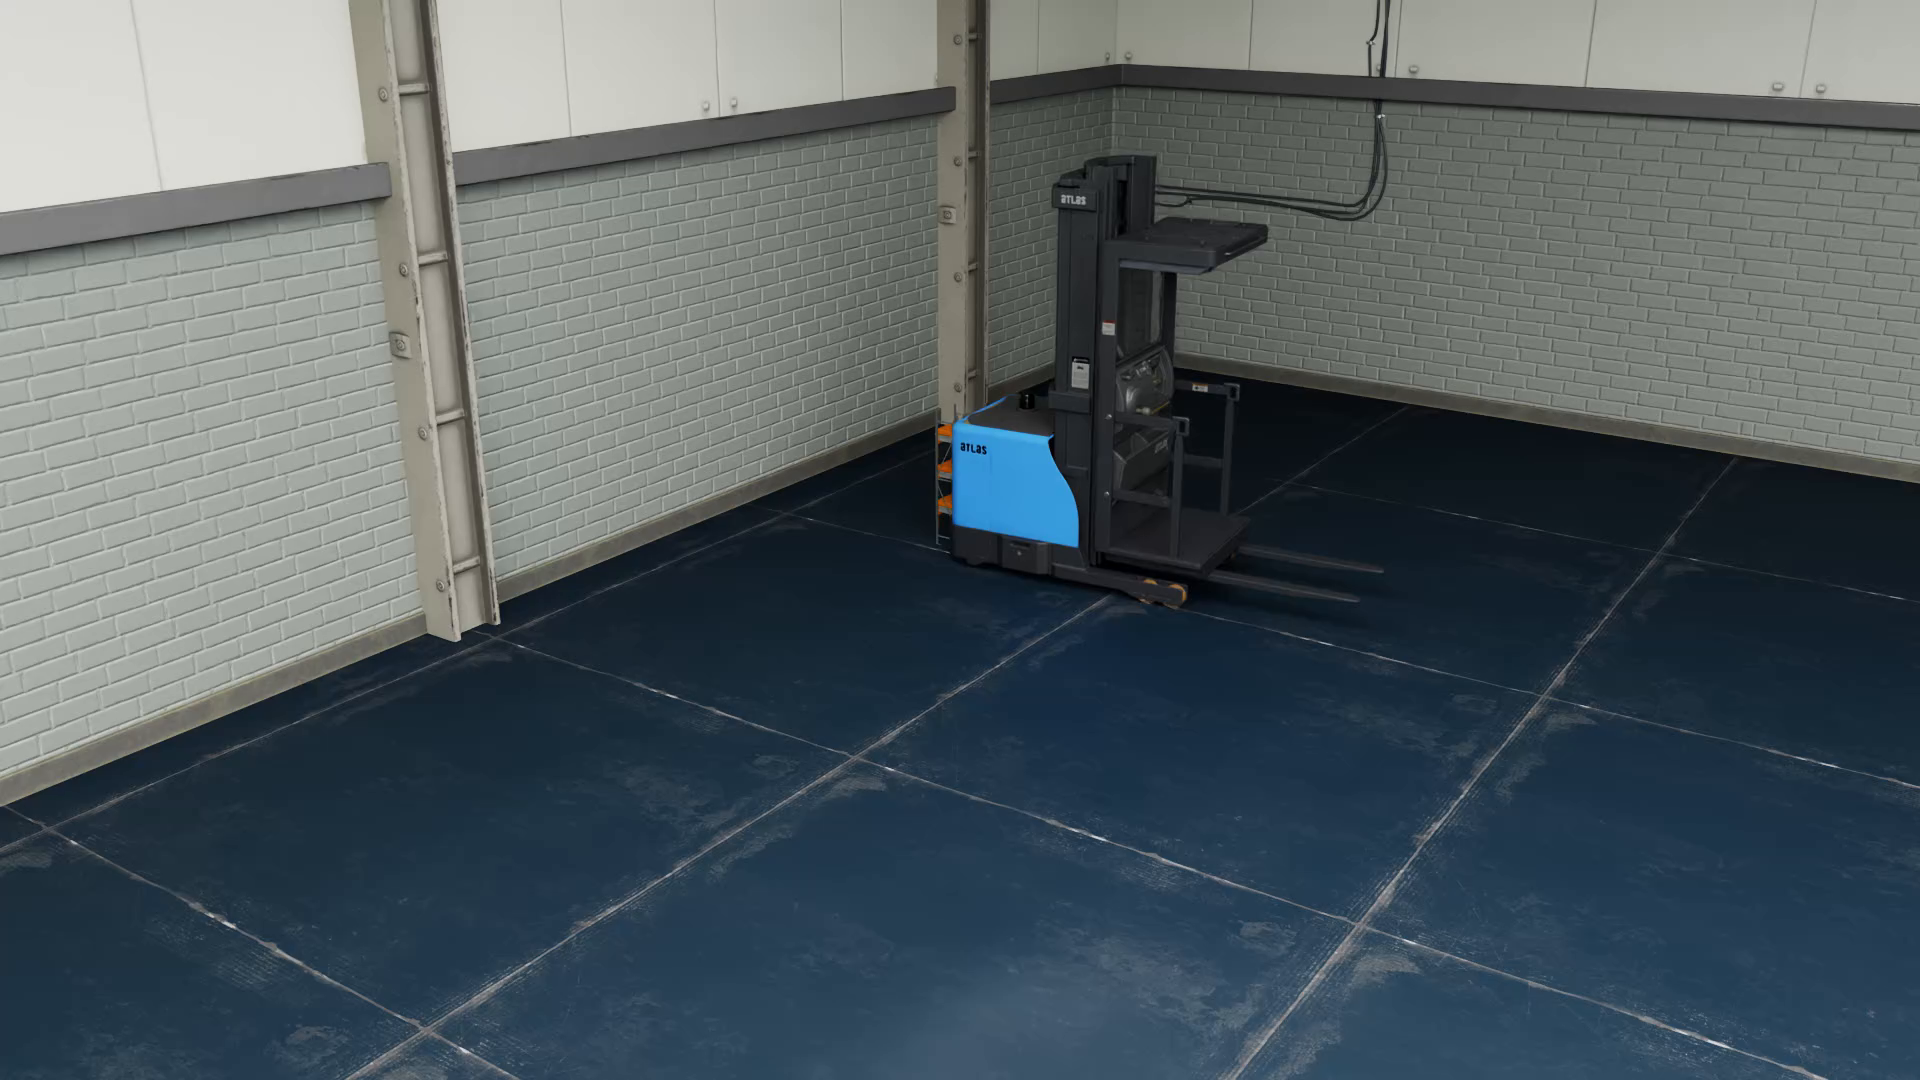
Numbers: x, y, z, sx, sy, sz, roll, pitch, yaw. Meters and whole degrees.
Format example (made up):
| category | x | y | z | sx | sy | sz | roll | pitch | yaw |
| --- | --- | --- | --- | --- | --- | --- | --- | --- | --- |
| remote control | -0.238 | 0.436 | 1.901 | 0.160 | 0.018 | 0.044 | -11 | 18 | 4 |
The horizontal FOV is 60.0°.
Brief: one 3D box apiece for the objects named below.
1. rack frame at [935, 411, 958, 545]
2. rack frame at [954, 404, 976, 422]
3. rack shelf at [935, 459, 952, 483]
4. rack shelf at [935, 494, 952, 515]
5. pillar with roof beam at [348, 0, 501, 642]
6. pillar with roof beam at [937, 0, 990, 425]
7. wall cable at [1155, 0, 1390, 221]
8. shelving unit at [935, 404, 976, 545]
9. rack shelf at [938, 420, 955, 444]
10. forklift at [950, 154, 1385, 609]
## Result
| category | x | y | z | sx | sy | sz | roll | pitch | yaw |
| --- | --- | --- | --- | --- | --- | --- | --- | --- | --- |
| rack frame | -0.099 | -0.442 | 12.447 | 0.200 | 1.050 | 0.008 | 13 | 24 | 32 |
| rack frame | 0.038 | -0.512 | 12.636 | 0.200 | 1.050 | 0.008 | 13 | 24 | 32 |
| rack shelf | -0.030 | -0.467 | 12.545 | 0.215 | 0.259 | 0.240 | 13 | 24 | 32 |
| rack shelf | -0.030 | -0.206 | 12.641 | 0.215 | 0.259 | 0.240 | 13 | 24 | 32 |
| pillar with roof beam | 0.219 | -2.795 | 7.350 | 9.100 | 9.000 | 0.400 | 13 | 24 | 32 |
| pillar with roof beam | 3.592 | -4.517 | 12.004 | 9.100 | 9.000 | 0.400 | 13 | 24 | 32 |
| wall cable | 2.781 | -4.487 | 16.401 | 3.097 | 2.526 | 0.112 | 13 | 24 | 32 |
| shelving unit | -0.030 | -0.477 | 12.541 | 0.215 | 1.050 | 0.252 | 13 | 24 | 32 |
| rack shelf | -0.030 | -0.733 | 12.447 | 0.215 | 0.259 | 0.240 | 13 | 24 | 32 |
| forklift | 1.470 | -1.110 | 11.542 | 3.031 | 2.935 | 1.130 | 11 | 23 | 27 |
